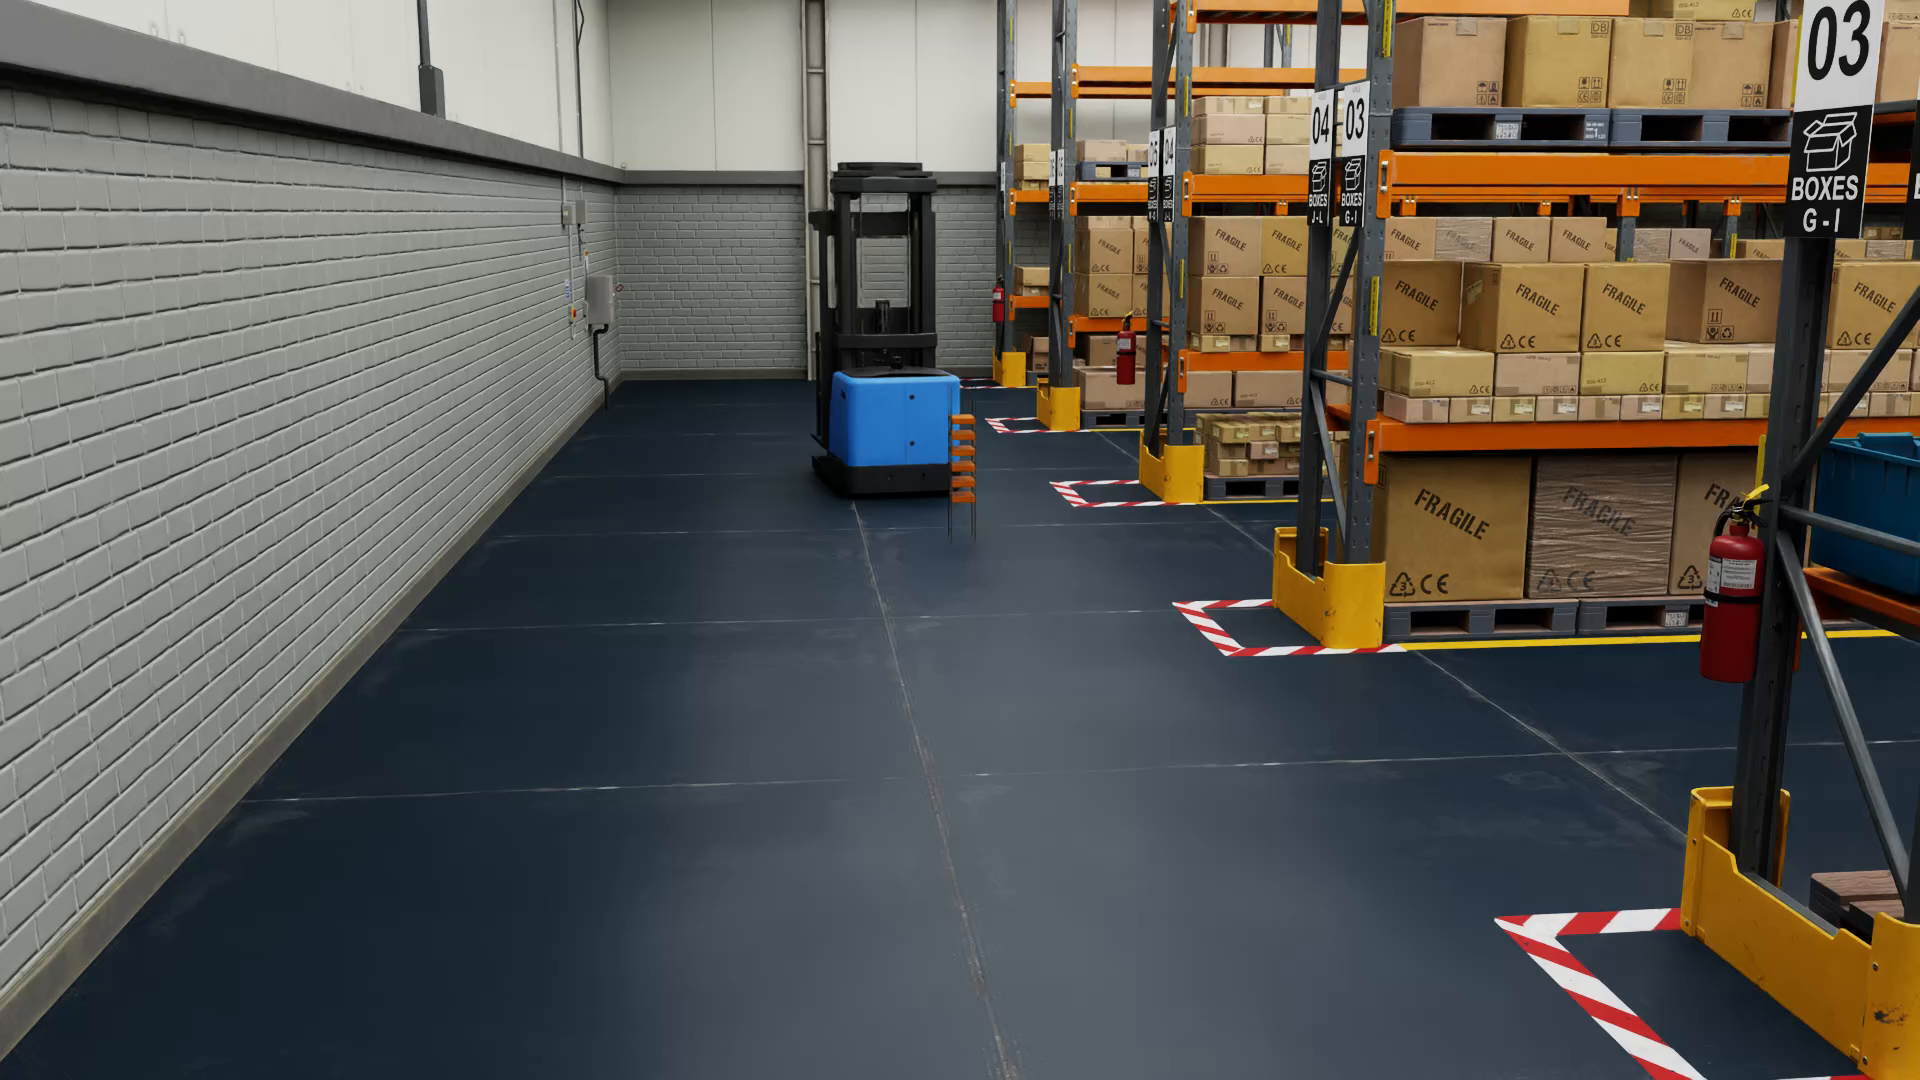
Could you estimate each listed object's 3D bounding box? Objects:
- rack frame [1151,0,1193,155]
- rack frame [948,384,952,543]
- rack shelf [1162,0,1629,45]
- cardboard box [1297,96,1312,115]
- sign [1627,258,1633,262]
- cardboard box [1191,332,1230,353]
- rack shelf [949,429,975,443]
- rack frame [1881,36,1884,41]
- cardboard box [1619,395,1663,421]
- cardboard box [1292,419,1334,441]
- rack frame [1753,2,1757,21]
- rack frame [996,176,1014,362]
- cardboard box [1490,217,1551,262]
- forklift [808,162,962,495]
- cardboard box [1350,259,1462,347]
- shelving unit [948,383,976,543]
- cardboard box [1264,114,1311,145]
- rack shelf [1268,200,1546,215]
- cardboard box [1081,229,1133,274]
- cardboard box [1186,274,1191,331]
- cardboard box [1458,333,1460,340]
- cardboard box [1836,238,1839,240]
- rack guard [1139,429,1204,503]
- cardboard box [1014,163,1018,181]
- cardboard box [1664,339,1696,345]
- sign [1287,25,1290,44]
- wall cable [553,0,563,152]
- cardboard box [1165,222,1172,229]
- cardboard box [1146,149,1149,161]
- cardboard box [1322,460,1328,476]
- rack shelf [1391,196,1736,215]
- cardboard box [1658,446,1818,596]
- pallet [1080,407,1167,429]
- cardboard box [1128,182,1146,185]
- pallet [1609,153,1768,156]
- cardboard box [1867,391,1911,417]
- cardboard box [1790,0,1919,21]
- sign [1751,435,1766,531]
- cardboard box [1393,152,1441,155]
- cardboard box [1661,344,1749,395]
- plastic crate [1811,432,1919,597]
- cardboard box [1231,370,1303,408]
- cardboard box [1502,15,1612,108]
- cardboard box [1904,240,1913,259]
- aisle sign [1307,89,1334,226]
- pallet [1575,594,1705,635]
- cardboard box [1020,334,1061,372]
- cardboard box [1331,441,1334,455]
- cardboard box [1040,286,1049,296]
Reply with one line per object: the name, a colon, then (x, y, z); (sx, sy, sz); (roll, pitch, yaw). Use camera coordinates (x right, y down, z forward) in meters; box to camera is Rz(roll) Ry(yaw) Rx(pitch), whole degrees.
rack frame: (1.828, -4.850, 14.210); (0.127, 3.000, 1.000); (-1, 11, -6)
rack frame: (-0.077, -0.587, 12.744); (0.006, 1.200, 0.240); (-1, 11, -6)
rack shelf: (3.816, -4.537, 14.492); (4.000, 0.370, 1.077); (-1, 11, -6)
cardboard box: (2.949, -3.707, 14.232); (0.250, 0.149, 0.380); (-1, 11, -5)
sign: (5.871, -2.311, 14.601); (0.005, 0.325, 0.100); (-1, 11, -6)
cardboard box: (2.185, -1.727, 14.528); (0.250, 0.149, 0.380); (-1, 11, -7)
rack shelf: (0.014, -0.781, 12.716); (0.180, 0.103, 0.258); (-1, 11, -6)
rack frame: (2.798, -2.947, 4.530); (0.127, 3.000, 1.000); (-1, 11, -6)
cardboard box: (3.930, -0.801, 9.818); (0.250, 0.149, 0.380); (-1, 11, -7)
cardboard box: (3.149, -0.982, 14.845); (0.250, 0.149, 0.380); (-2, 11, -9)
rack frame: (9.146, -5.964, 19.876); (0.127, 3.000, 1.000); (-1, 11, -6)
rack frame: (0.653, -3.805, 24.448); (0.127, 3.000, 1.000); (-1, 11, -6)
cardboard box: (4.853, -2.602, 14.704); (0.500, 0.500, 0.500); (-2, 11, -8)
forklift: (-0.826, -2.075, 15.827); (1.130, 2.935, 3.031); (-3, 11, -13)
cardboard box: (2.719, -1.454, 10.161); (0.500, 0.500, 0.500); (-1, 11, -5)
shelving unit: (0.014, -0.589, 12.754); (0.189, 1.200, 0.258); (-1, 11, -6)
cardboard box: (2.811, -3.520, 14.315); (0.500, 0.250, 0.500); (-1, 11, -7)
rack shelf: (6.618, -5.049, 24.864); (4.000, 0.370, 1.077); (-1, 11, -6)
cardboard box: (1.701, -3.349, 19.274); (0.500, 0.500, 0.500); (-1, 11, -7)
cardboard box: (2.247, -2.160, 15.049); (0.500, 0.500, 0.500); (-1, 11, -5)
cardboard box: (4.504, -1.783, 14.813); (0.250, 0.149, 0.380); (-2, 11, -9)
cardboard box: (10.742, -3.828, 20.762); (0.250, 0.149, 0.380); (-2, 11, -9)
rack guard: (1.903, -0.681, 15.038); (0.348, 0.500, 1.175); (-1, 11, -6)
cardboard box: (1.066, -5.411, 24.457); (0.500, 0.250, 0.500); (-1, 11, -7)
cardboard box: (4.244, -1.119, 10.402); (0.500, 0.250, 0.500); (-1, 11, -6)
sign: (4.670, -7.225, 23.664); (0.005, 0.325, 0.100); (-1, 11, -6)
wall cable: (-4.432, -5.625, 18.150); (0.029, 3.000, 0.463); (-1, 11, -6)
cardboard box: (2.359, -3.677, 19.264); (0.250, 0.149, 0.380); (-2, 11, -8)
cardboard box: (2.299, -4.436, 19.182); (0.250, 0.149, 0.380); (-1, 11, -4)
cardboard box: (3.147, -0.675, 14.827); (0.250, 0.149, 0.380); (-1, 11, -5)
rack shelf: (7.158, -4.097, 20.023); (4.000, 0.370, 1.077); (-1, 11, -6)
cardboard box: (4.680, -0.183, 10.441); (0.875, 0.875, 0.875); (-1, 11, -6)
pallet: (1.979, -1.517, 20.037); (1.213, 0.211, 1.003); (-1, 11, -6)
cardboard box: (2.530, -5.129, 24.058); (0.250, 0.149, 0.380); (-1, 11, -6)
pallet: (6.430, -3.362, 14.903); (1.003, 0.211, 1.213); (-1, 11, -6)
cardboard box: (5.461, -0.833, 9.981); (0.250, 0.149, 0.380); (-1, 11, -7)
cardboard box: (5.304, -3.162, 9.849); (0.500, 0.250, 0.500); (-2, 11, -10)
sign: (2.722, -0.188, 5.627); (0.005, 0.325, 0.100); (-1, 11, -6)
cardboard box: (3.851, -3.297, 14.475); (0.500, 0.250, 0.500); (-1, 11, -6)
cardboard box: (4.304, -1.017, 9.885); (0.500, 0.250, 0.500); (-1, 11, -7)
plastic crate: (3.111, -0.093, 5.317); (0.499, 0.435, 0.616); (-1, 11, -6)
cardboard box: (3.644, -1.874, 20.180); (0.875, 0.438, 0.875); (-2, 11, -8)
cardboard box: (3.347, -2.739, 9.640); (0.500, 0.500, 0.700); (-2, 11, -8)
cardboard box: (11.682, -3.431, 20.424); (0.500, 0.500, 0.500); (-1, 11, -4)
aisle sign: (2.159, -2.285, 9.974); (0.004, 0.787, 0.394); (-1, 11, -6)
pallet: (4.260, 0.359, 10.496); (1.213, 0.211, 1.003); (-1, 11, -6)
cardboard box: (1.271, -2.781, 24.621); (0.637, 0.503, 0.797); (-2, 11, -8)
cardboard box: (3.155, -0.823, 14.807); (0.250, 0.149, 0.380); (-1, 11, -4)
cardboard box: (1.257, -3.650, 24.312); (0.250, 0.149, 0.380); (-1, 11, -5)
